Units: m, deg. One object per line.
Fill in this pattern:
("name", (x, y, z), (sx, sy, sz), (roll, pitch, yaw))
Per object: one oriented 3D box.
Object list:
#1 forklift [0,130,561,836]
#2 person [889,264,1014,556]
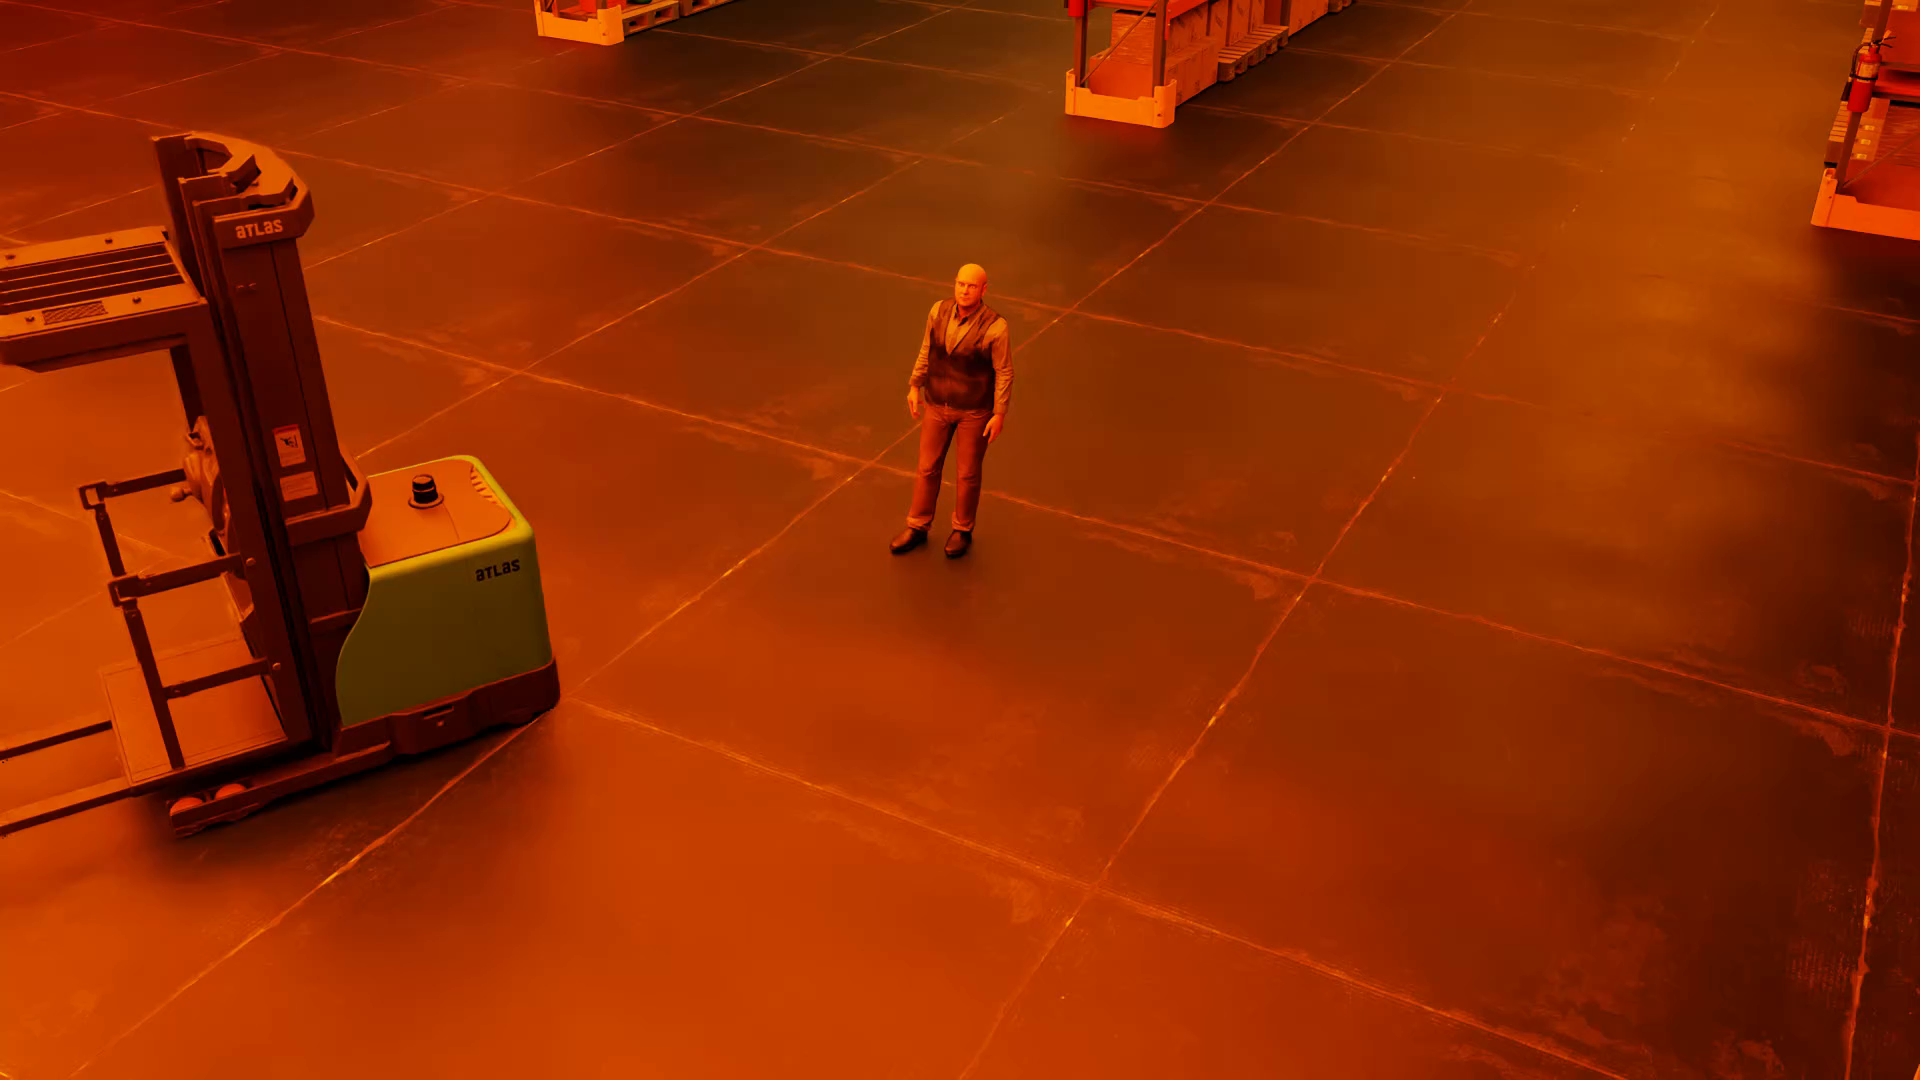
("forklift", (-3.562, -0.216, 7.445), (3.031, 2.935, 1.130), (-17, 34, -27))
("person", (-0.037, -0.726, 9.524), (0.633, 1.722, 0.566), (15, 33, 25))
